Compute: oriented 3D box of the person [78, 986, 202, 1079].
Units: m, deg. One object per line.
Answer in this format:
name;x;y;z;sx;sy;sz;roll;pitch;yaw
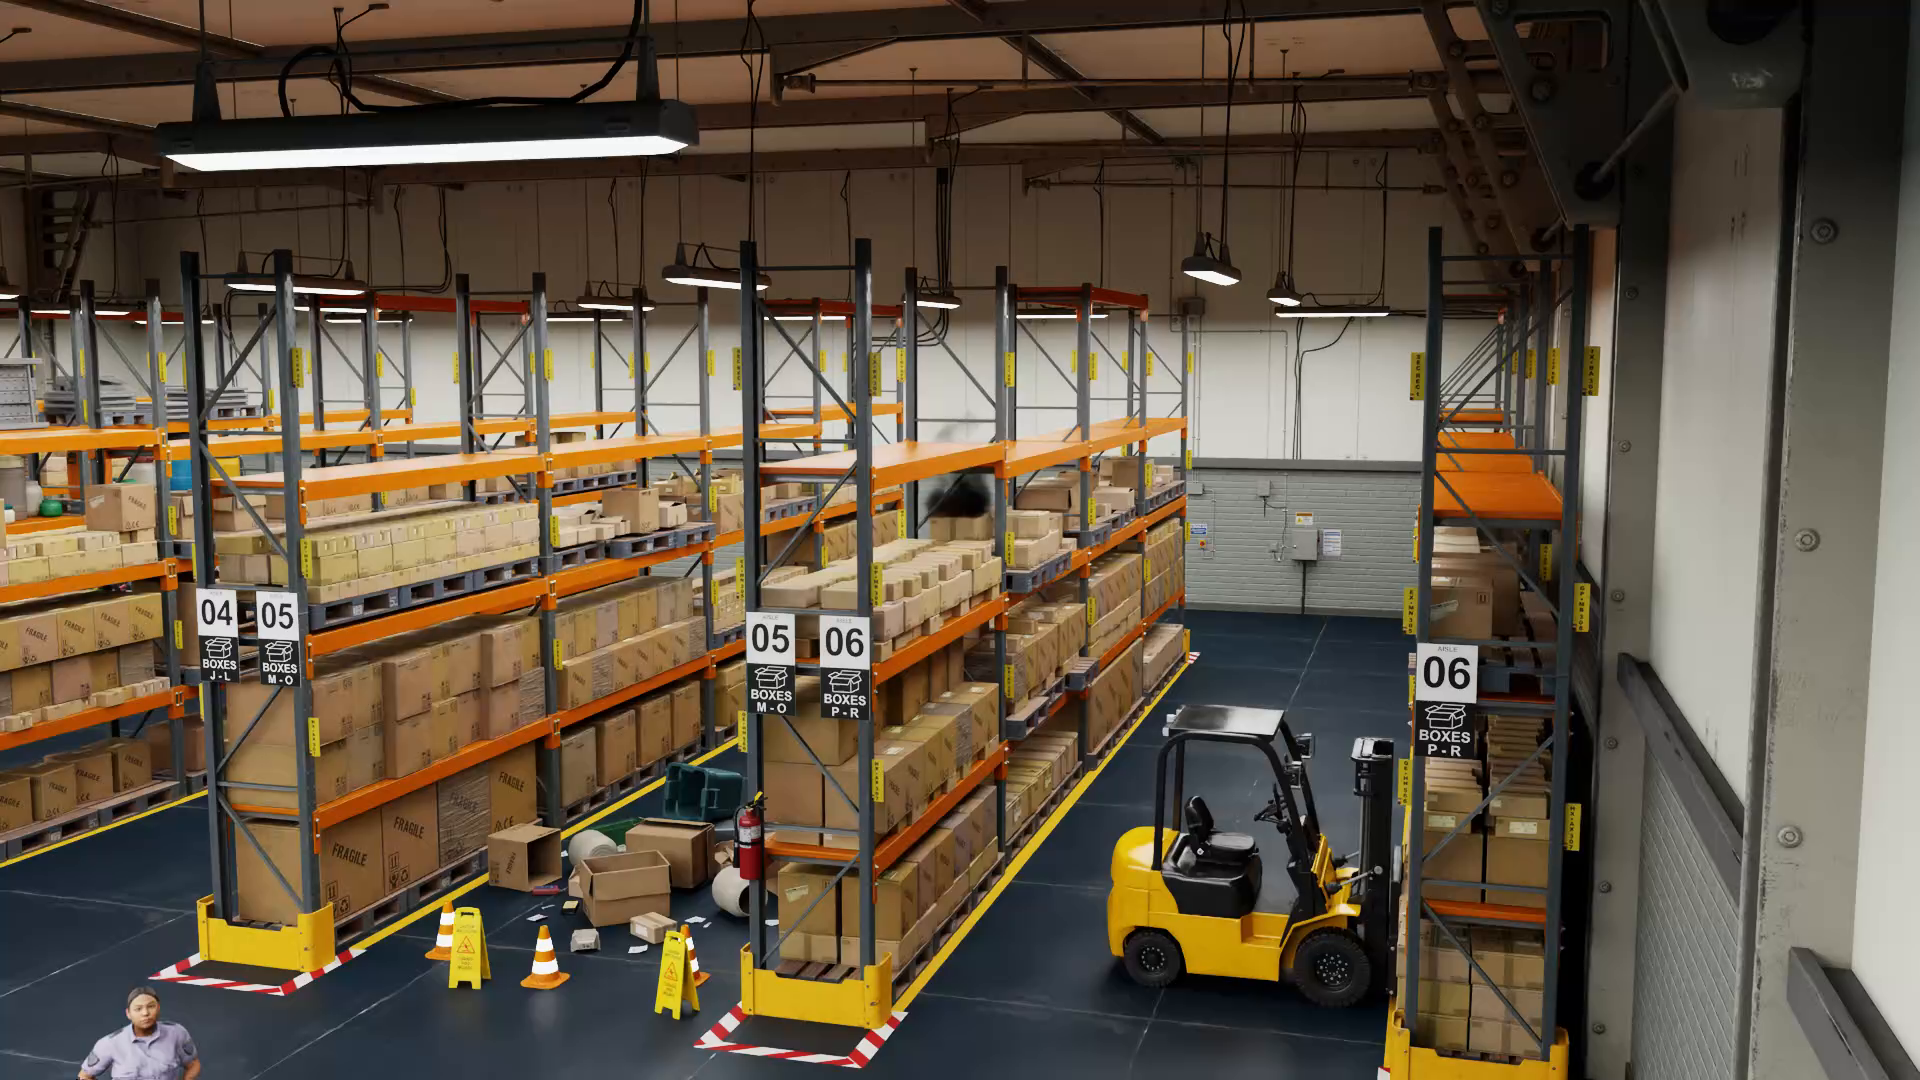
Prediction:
person;-4.626;3.321;9.458;0.619;1.599;0.556;-5;8;-38
